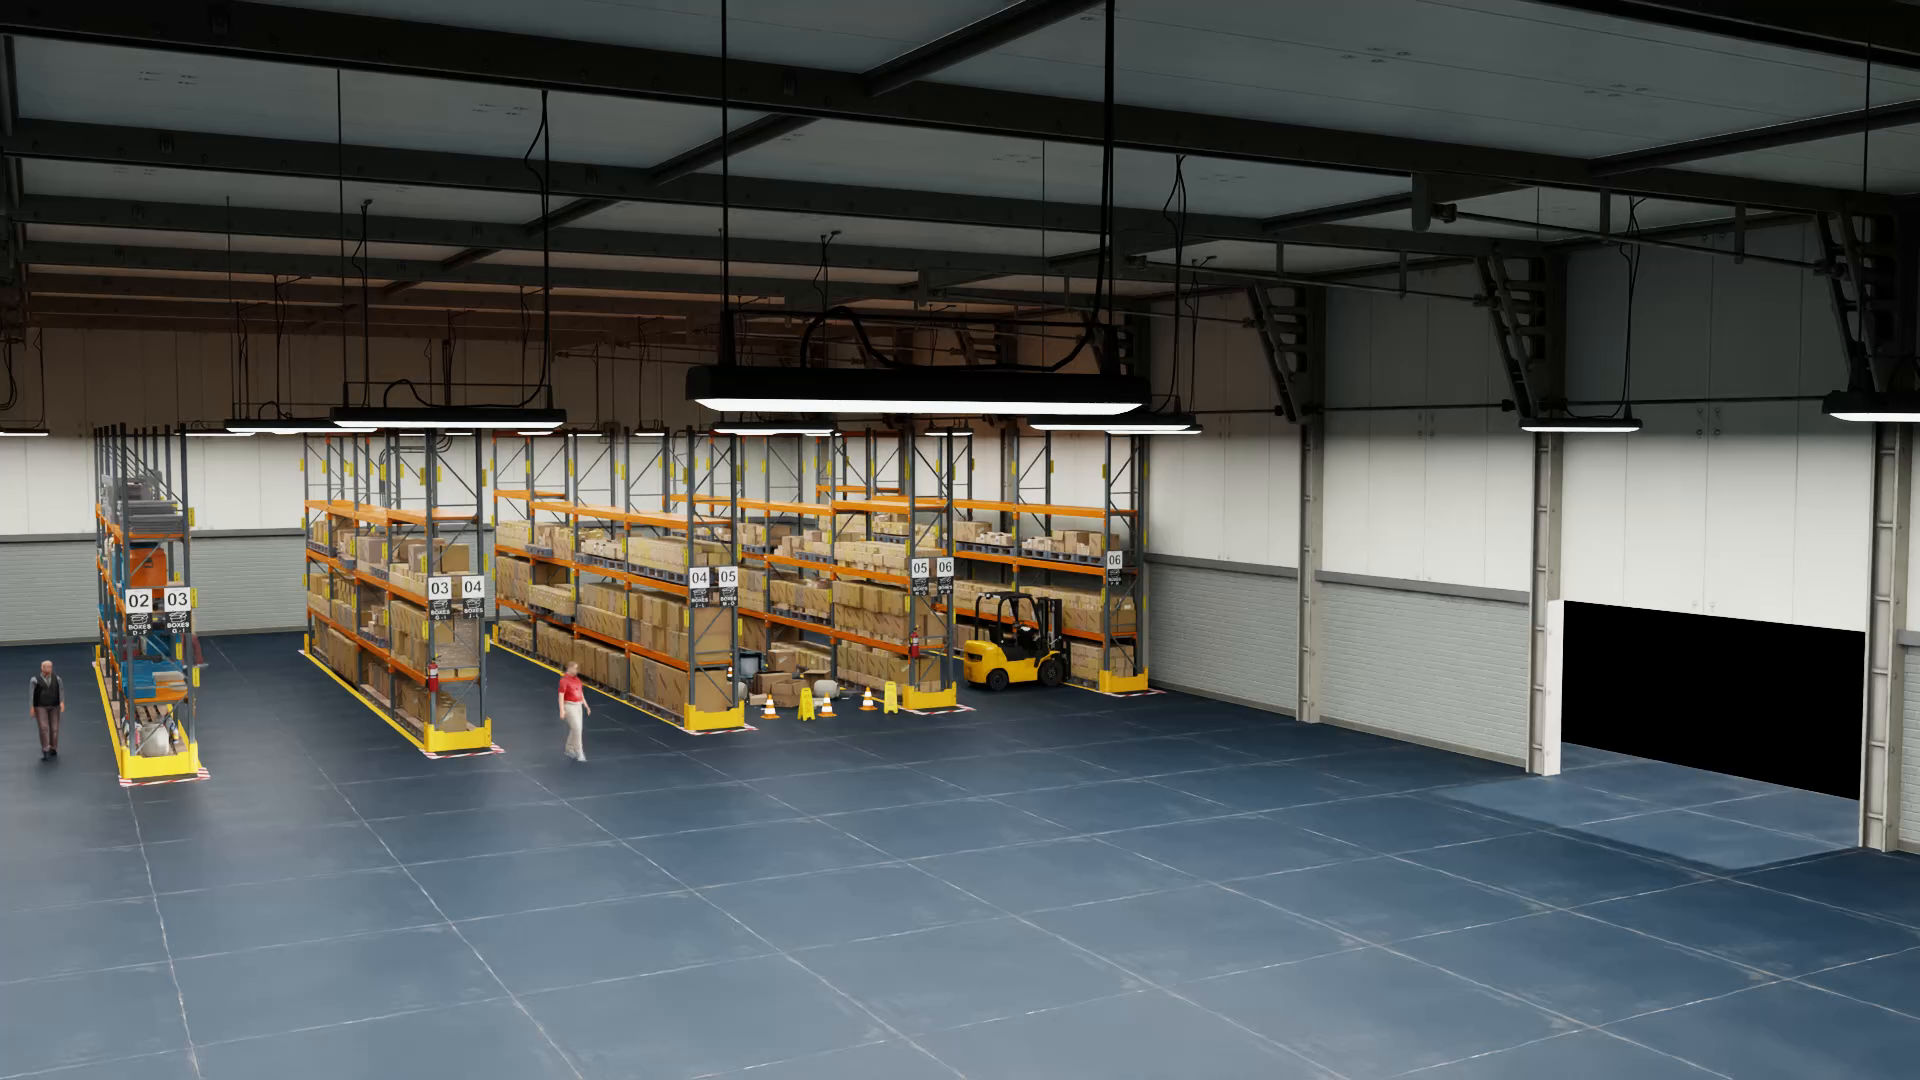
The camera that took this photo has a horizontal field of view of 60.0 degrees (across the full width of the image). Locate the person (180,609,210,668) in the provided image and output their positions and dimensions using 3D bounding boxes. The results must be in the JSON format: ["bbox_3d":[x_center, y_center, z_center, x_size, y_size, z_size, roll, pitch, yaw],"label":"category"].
[{"bbox_3d":[-19.269,2.381,41.584,0.440,1.647,0.850,1,4,21],"label":"person"}]

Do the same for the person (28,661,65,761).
[{"bbox_3d":[-16.406,3.063,29.989,0.562,1.729,0.722,-3,5,-45],"label":"person"}]

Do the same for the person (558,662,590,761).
[{"bbox_3d":[-6.877,3.081,29.844,0.605,1.788,0.562,1,4,16],"label":"person"}]
